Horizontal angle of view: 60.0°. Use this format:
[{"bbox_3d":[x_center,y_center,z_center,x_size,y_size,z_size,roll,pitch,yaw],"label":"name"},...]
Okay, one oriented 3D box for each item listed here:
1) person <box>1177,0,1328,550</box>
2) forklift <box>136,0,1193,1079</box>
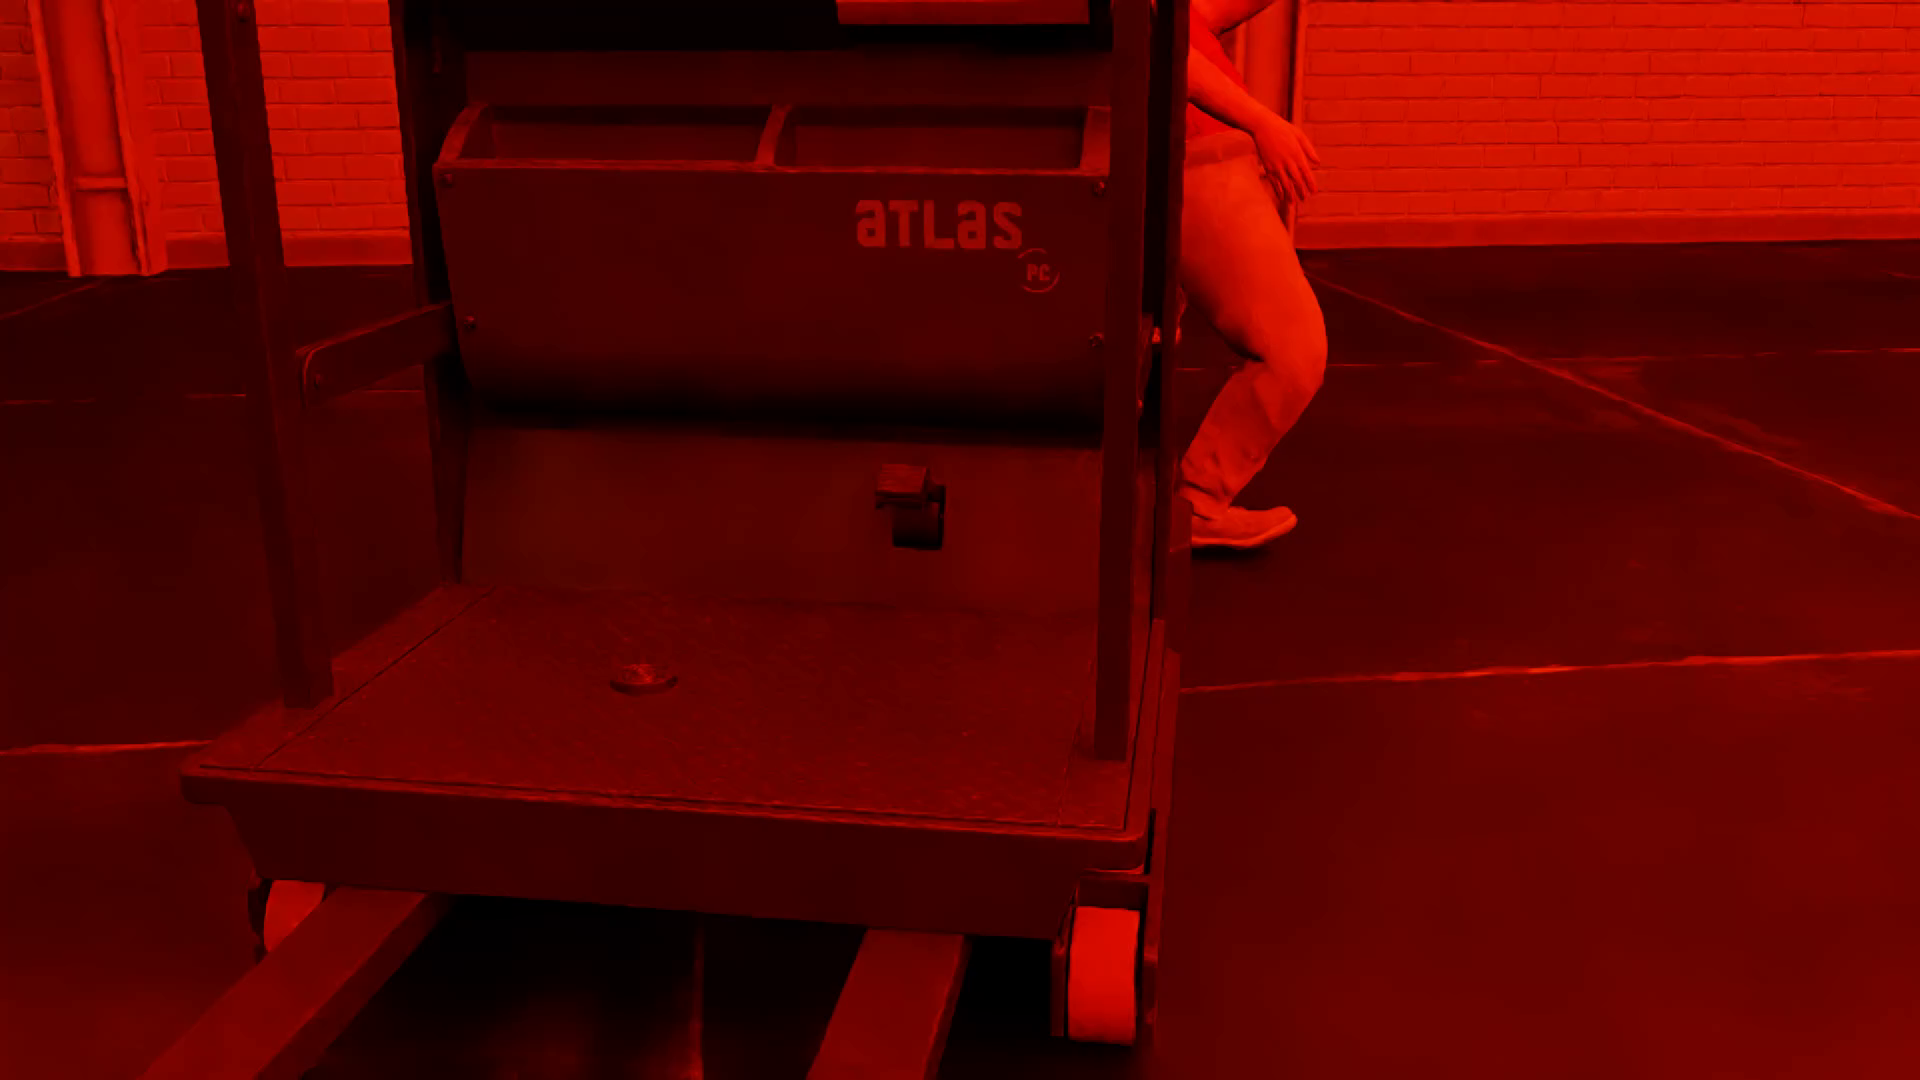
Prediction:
[{"bbox_3d":[0.517,-0.737,3.708,0.801,1.502,0.953,-4,17,-14],"label":"person"},{"bbox_3d":[-0.275,-0.912,1.914,1.130,2.935,3.031,3,17,8],"label":"forklift"}]
